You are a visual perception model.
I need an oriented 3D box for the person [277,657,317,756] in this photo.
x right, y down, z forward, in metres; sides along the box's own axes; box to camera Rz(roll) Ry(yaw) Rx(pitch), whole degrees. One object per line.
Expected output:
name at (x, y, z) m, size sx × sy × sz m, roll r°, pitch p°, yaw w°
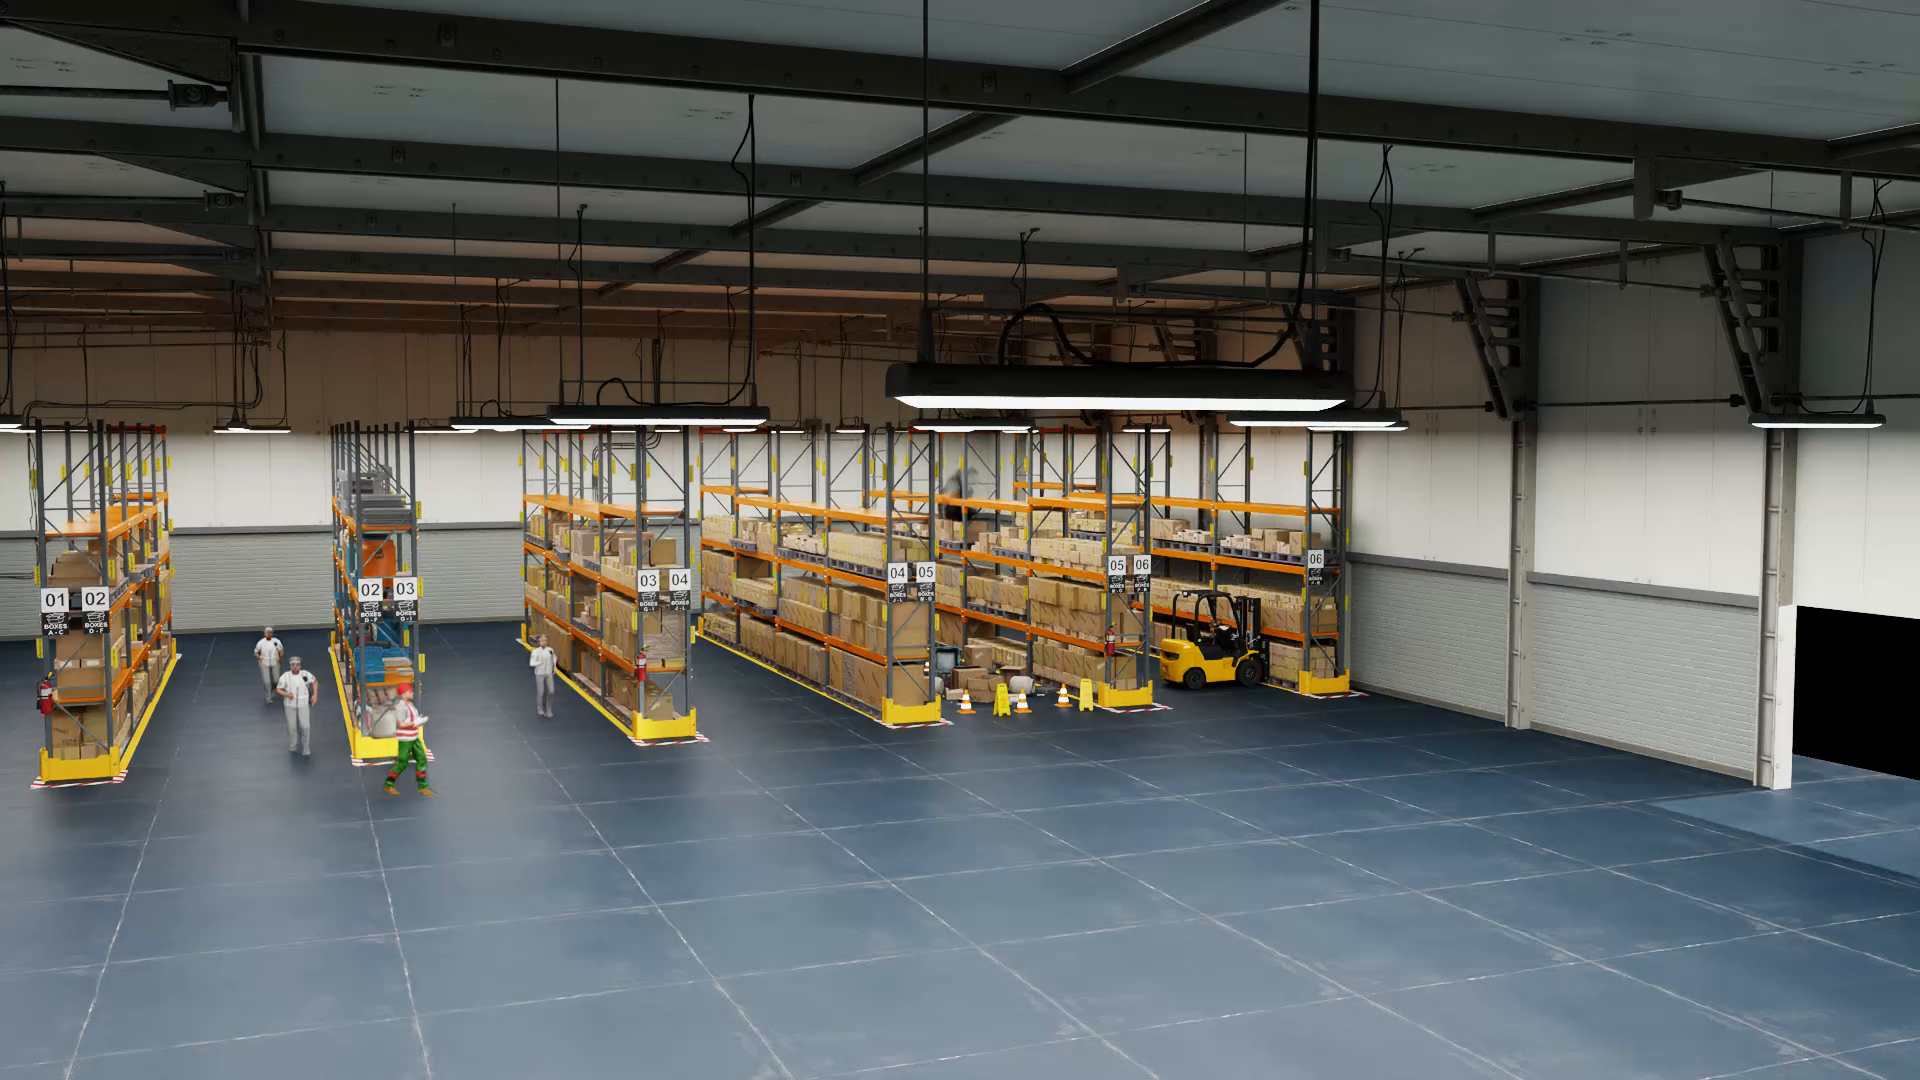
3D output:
person at (-11.872, 2.996, 29.809) m, size 0.689 × 1.837 × 0.743 m, roll -2°, pitch 4°, yaw -23°

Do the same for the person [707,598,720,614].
person at (-7.223, 1.805, 49.439) m, size 0.720 × 1.699 × 0.728 m, roll -1°, pitch 4°, yaw -13°

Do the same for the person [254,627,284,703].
person at (-14.822, 2.683, 35.702) m, size 0.603 × 1.617 × 0.571 m, roll -2°, pitch 4°, yaw -28°

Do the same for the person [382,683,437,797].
person at (-8.704, 3.165, 26.211) m, size 0.828 × 1.819 × 0.639 m, roll 0°, pitch 4°, yaw 3°

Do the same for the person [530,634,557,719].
person at (-8.440, 2.768, 33.790) m, size 0.592 × 1.734 × 0.684 m, roll -2°, pitch 4°, yaw -26°
